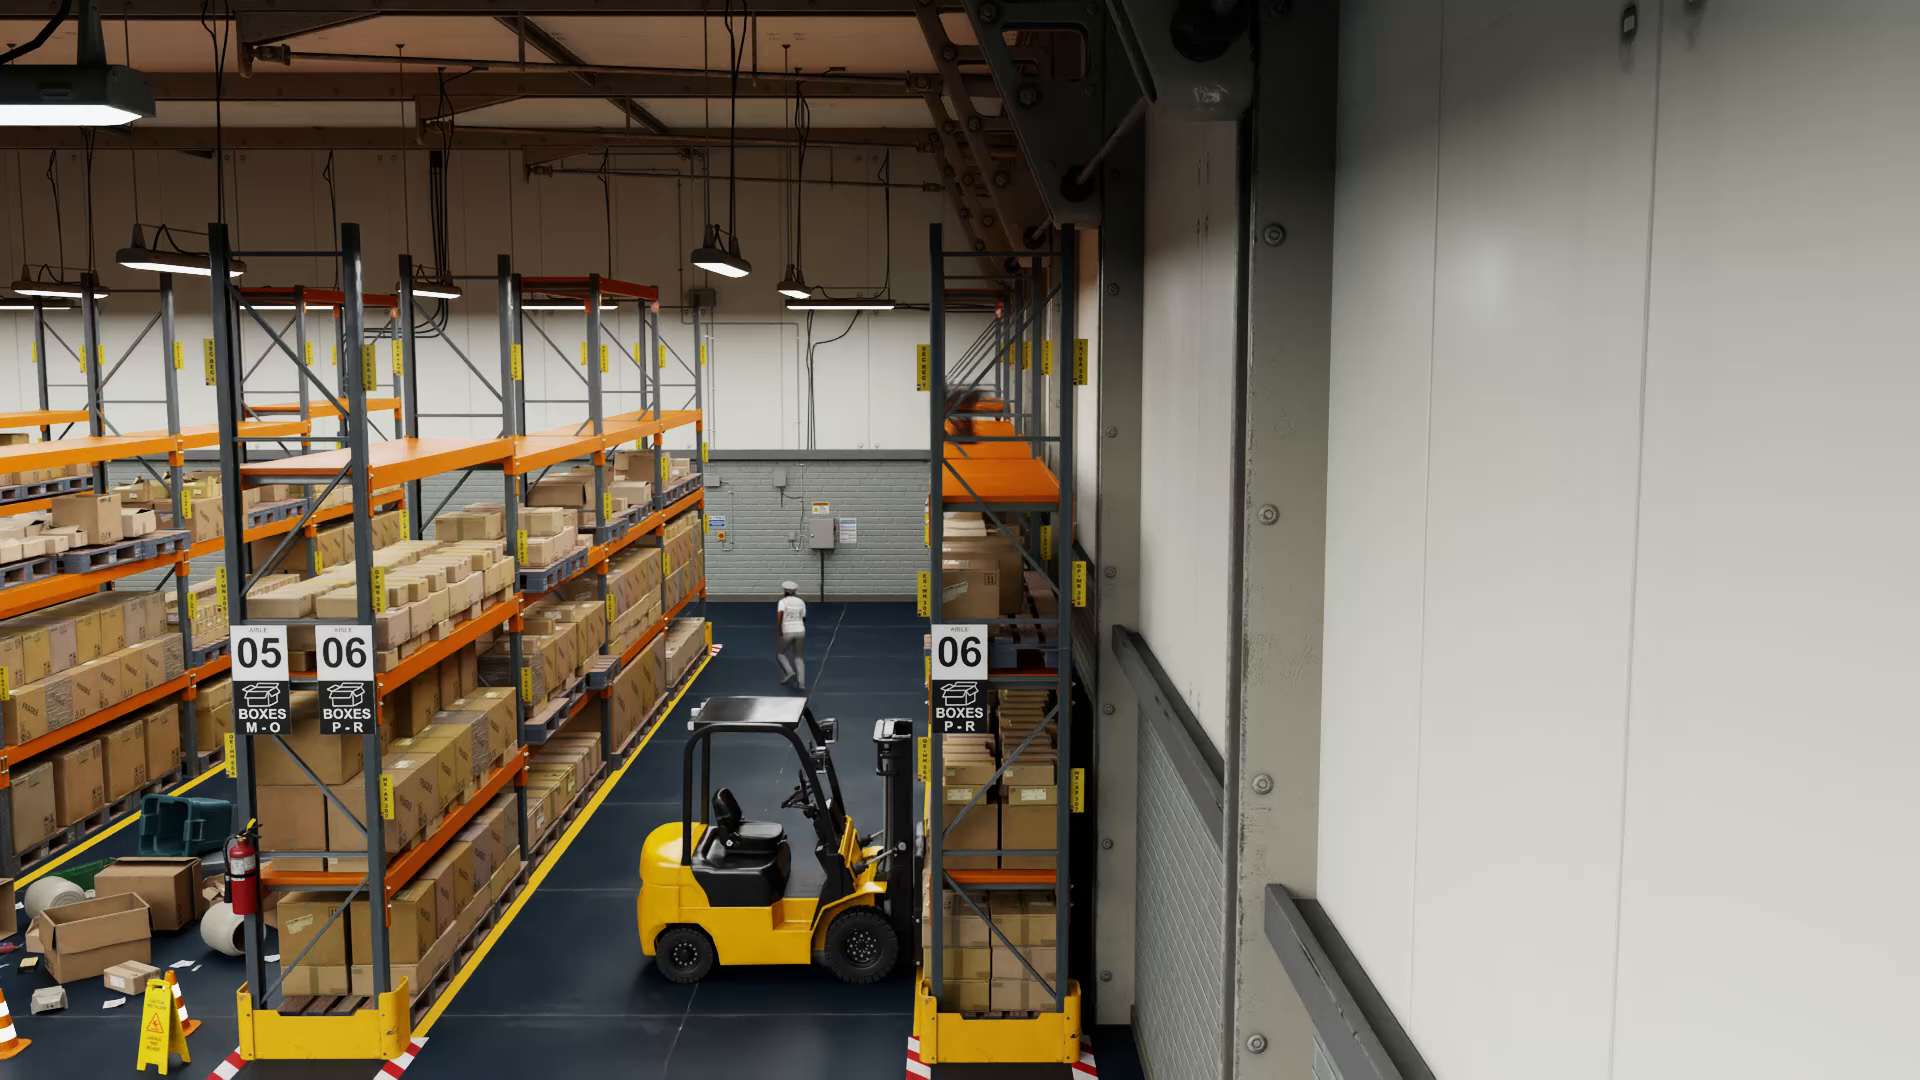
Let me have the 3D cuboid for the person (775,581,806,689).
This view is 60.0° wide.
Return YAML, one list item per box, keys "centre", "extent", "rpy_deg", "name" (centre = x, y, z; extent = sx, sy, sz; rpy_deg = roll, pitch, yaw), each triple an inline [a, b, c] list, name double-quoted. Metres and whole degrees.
- centre: [-2.584, 1.432, 25.301]
  extent: [0.578, 1.574, 0.833]
  rpy_deg: [-3, 7, -26]
  name: "person"
